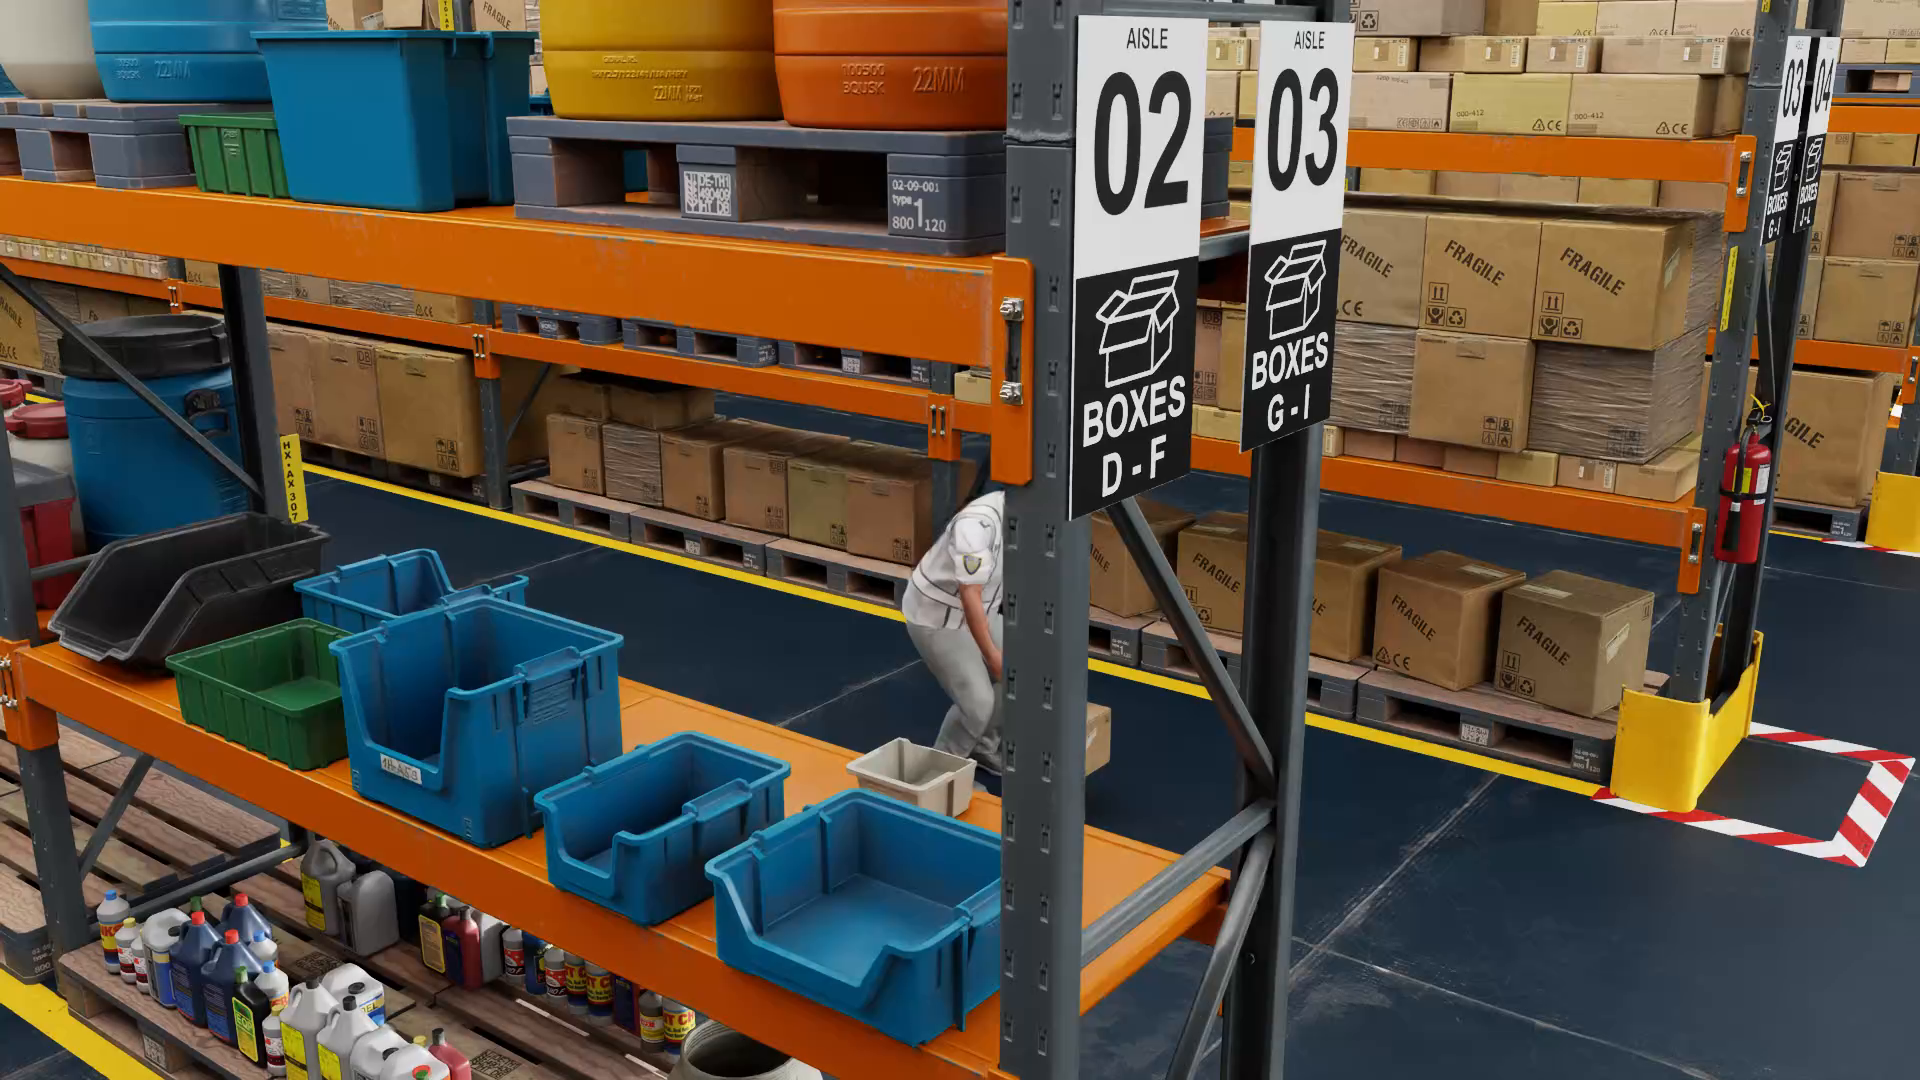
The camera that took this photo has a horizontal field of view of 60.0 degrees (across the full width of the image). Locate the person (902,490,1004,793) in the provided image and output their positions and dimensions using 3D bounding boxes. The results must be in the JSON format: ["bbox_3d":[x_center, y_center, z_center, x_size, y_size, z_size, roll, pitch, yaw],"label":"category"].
[{"bbox_3d":[0.133,0.362,7.268,0.751,1.497,0.589,12,20,35],"label":"person"}]
